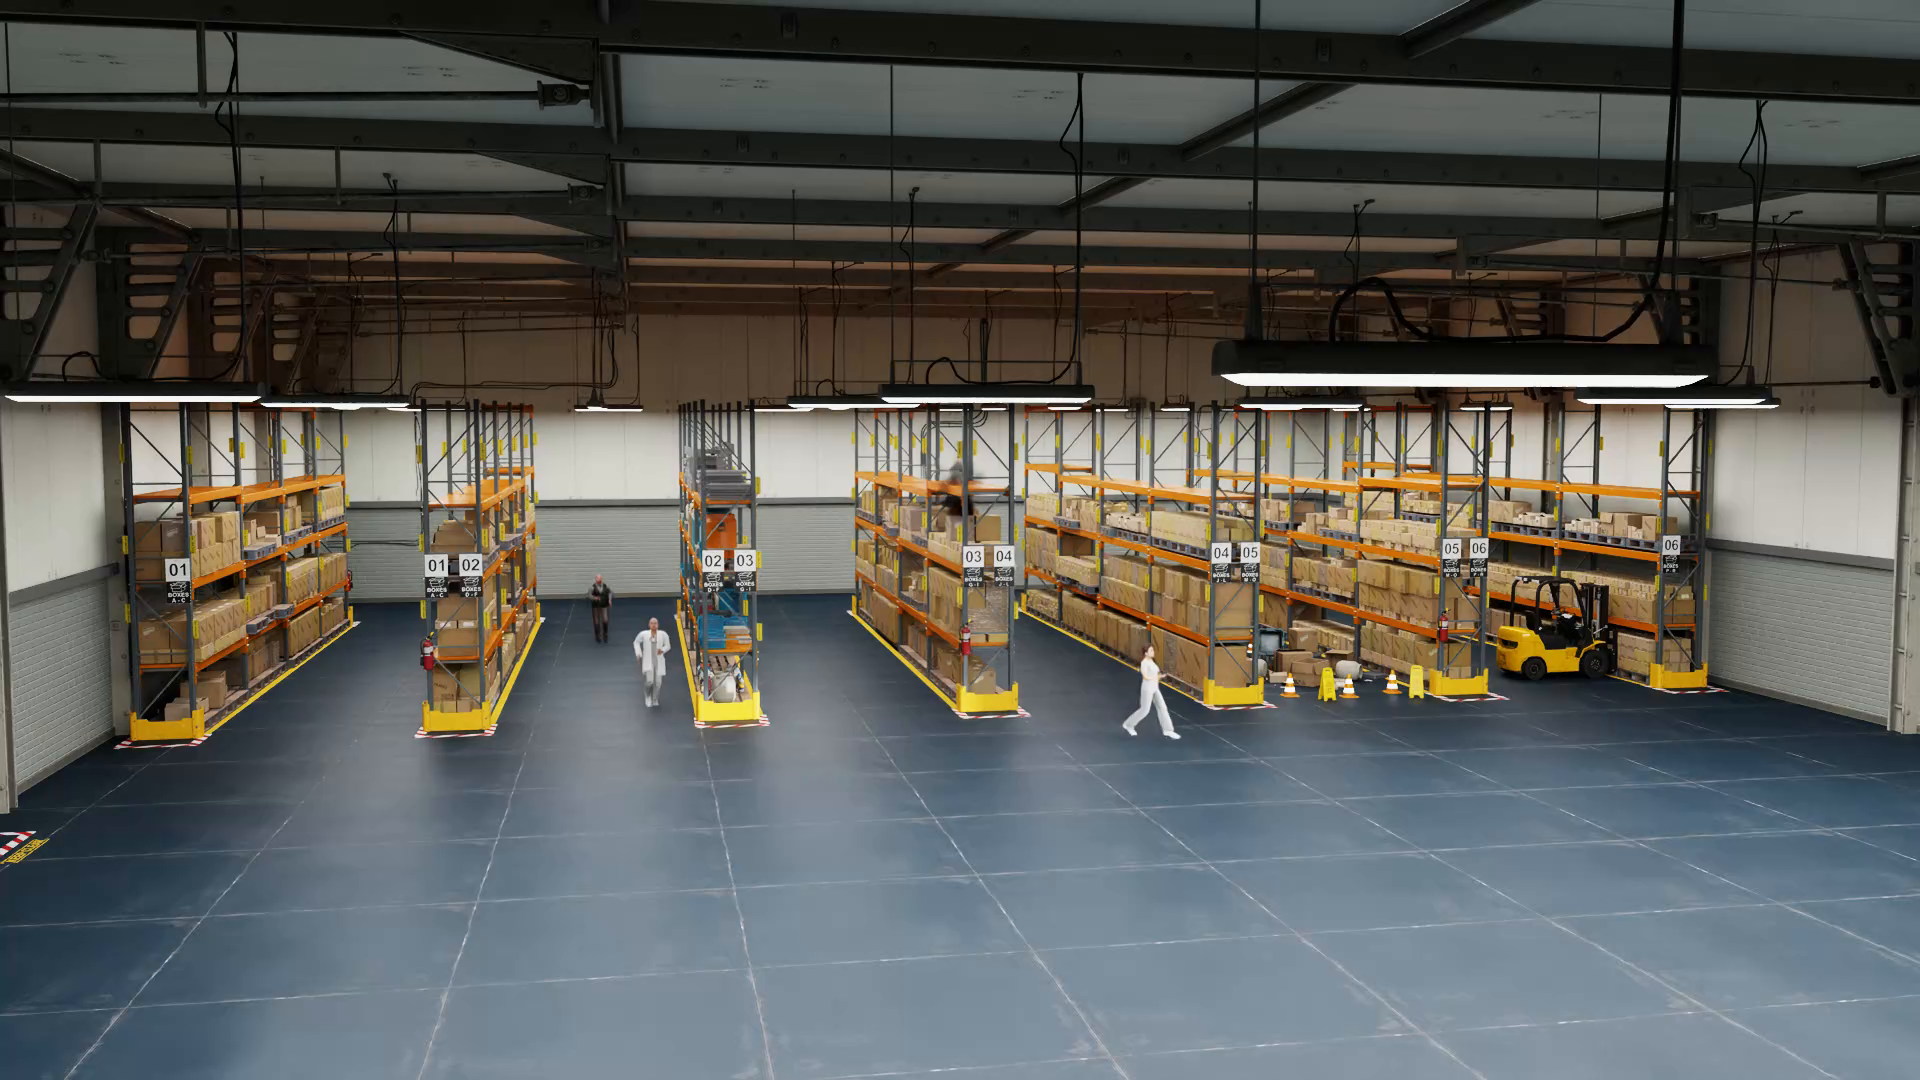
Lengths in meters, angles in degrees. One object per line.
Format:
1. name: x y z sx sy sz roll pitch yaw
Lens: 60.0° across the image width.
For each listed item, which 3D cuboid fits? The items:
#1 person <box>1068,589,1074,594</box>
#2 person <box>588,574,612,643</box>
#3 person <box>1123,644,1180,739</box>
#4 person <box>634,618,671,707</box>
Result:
1. person: 3.398 1.093 49.766 0.729 1.733 0.879 -3 5 -35
2. person: -9.024 1.721 41.741 0.628 1.722 0.694 -1 5 -17
3. person: 3.381 2.656 29.327 1.027 1.640 0.574 2 5 29
4. person: -5.972 2.395 32.389 0.685 1.747 0.712 -1 5 -18
